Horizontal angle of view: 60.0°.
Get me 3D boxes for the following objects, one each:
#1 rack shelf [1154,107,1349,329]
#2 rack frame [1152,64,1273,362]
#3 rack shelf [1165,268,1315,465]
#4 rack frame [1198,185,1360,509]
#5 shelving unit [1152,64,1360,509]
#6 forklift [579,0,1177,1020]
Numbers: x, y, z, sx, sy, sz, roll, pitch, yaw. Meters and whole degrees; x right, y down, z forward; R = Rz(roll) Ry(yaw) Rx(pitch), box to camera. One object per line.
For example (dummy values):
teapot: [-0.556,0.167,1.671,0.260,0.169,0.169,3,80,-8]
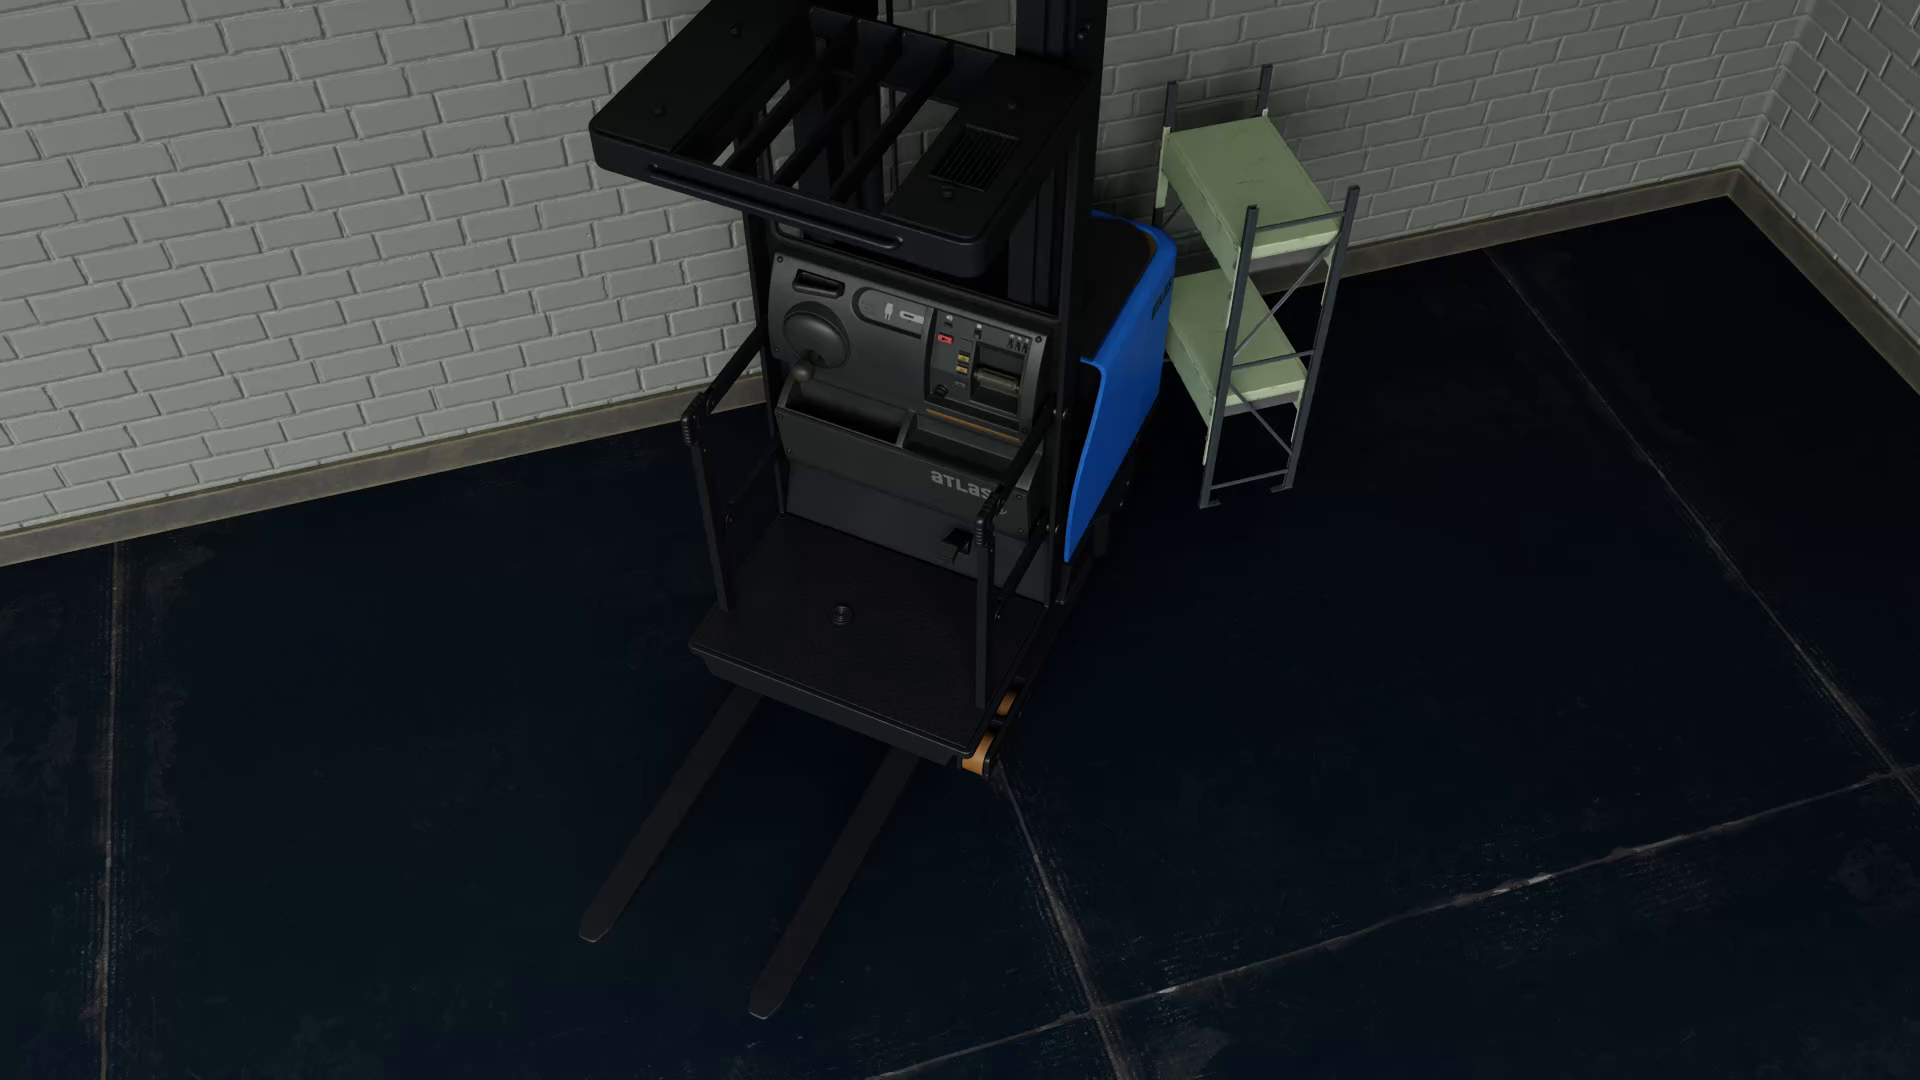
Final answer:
rack shelf: [1.043,-1.178,6.042,0.431,0.370,0.720,-13,51,-11]
rack frame: [0.939,-1.195,6.566,0.400,1.500,0.023,-13,51,-11]
rack shelf: [1.043,-0.717,6.589,0.431,0.370,0.720,-13,51,-11]
rack frame: [1.147,-0.659,6.114,0.400,1.500,0.023,-13,51,-11]
shelving unit: [1.043,-0.927,6.340,0.431,1.500,0.755,-13,51,-11]
forklift: [-0.261,-0.509,5.052,1.130,2.935,3.031,19,53,16]
